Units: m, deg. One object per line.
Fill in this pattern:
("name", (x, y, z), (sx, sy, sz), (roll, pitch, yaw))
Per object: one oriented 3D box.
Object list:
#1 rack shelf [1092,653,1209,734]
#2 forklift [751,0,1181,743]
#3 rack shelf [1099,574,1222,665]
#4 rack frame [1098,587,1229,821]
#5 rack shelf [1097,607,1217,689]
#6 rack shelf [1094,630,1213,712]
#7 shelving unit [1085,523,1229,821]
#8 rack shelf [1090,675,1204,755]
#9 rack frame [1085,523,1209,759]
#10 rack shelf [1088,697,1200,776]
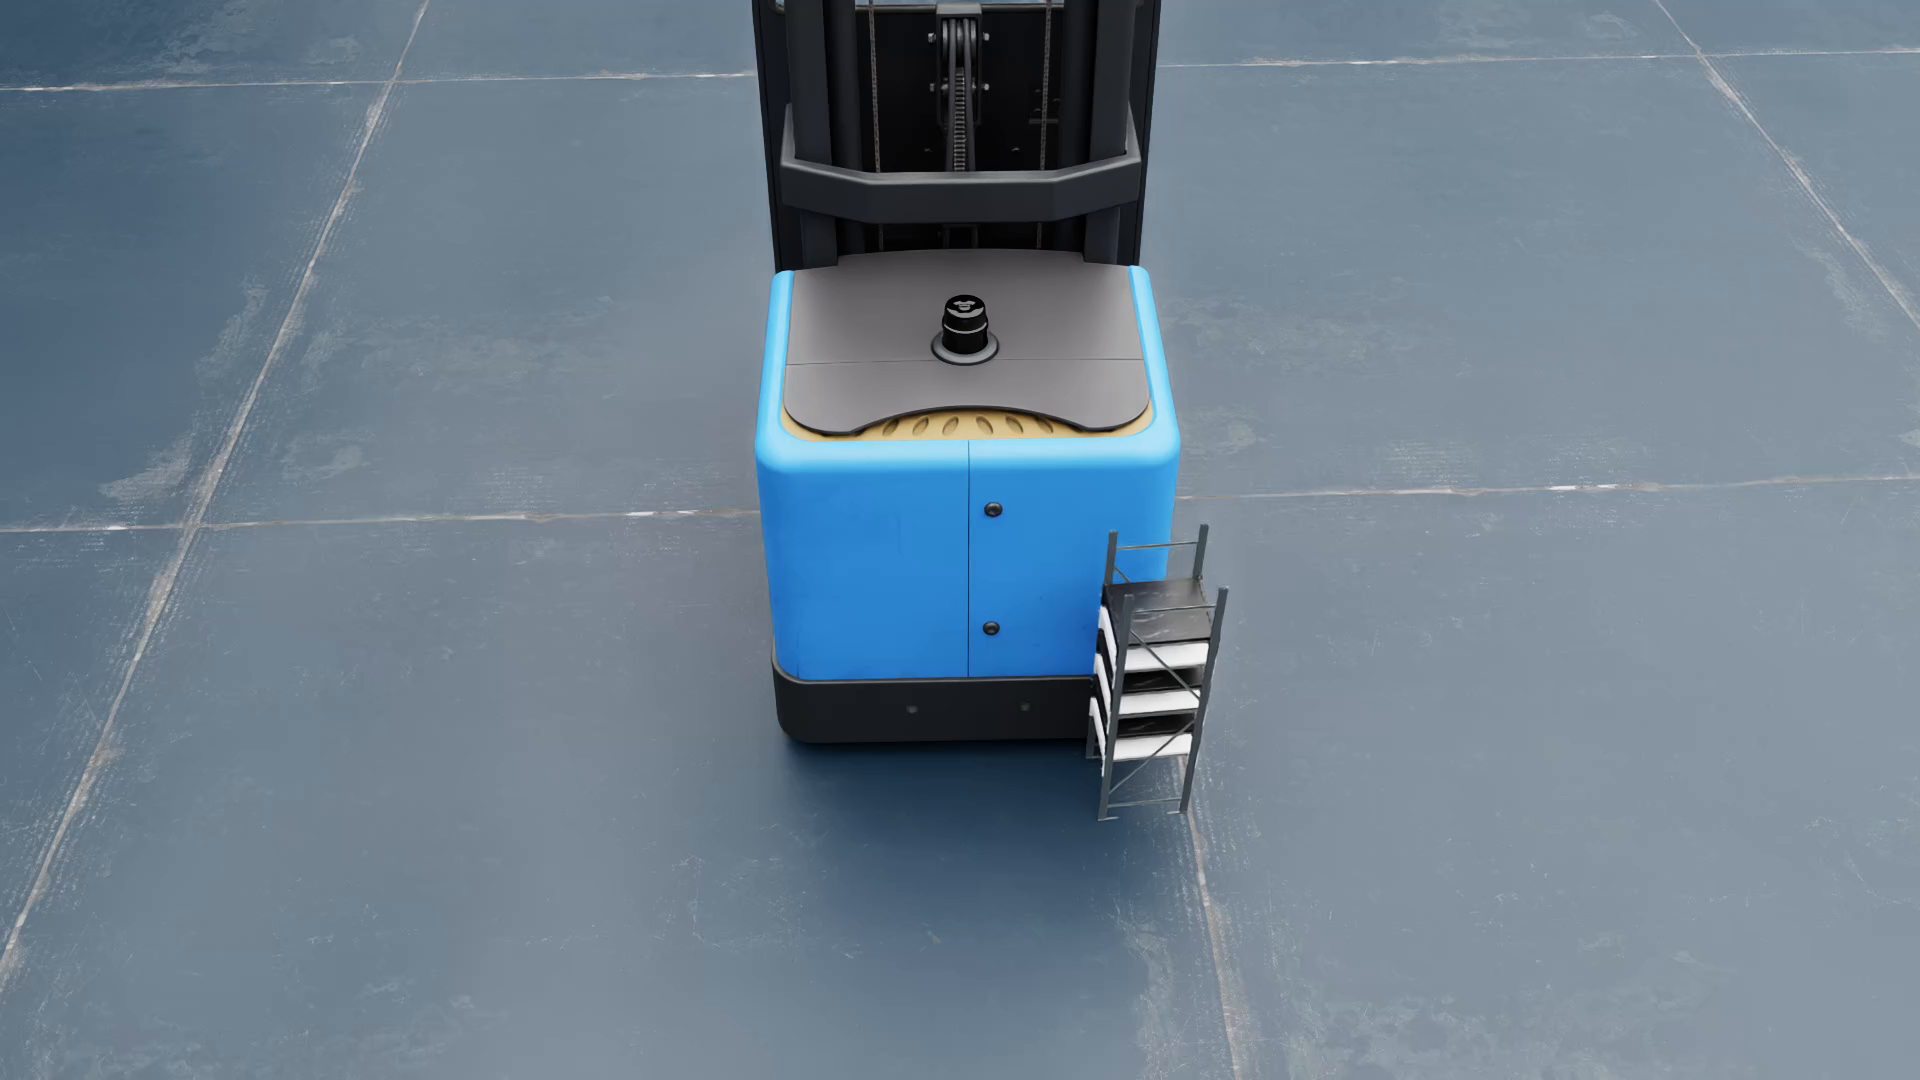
("rack shelf", (0.479, 0.378, 4.212), (0.258, 0.077, 0.200), (-4, 47, -5))
("forklift", (-0.015, -1.502, 4.720), (1.130, 2.935, 3.031), (-1, 43, -1))
("rack shelf", (0.481, 0.191, 4.016), (0.258, 0.077, 0.200), (-4, 47, -5))
("rack frame", (0.491, 0.428, 4.118), (0.240, 0.900, 0.006), (-4, 47, -5))
("rack shelf", (0.481, 0.254, 4.081), (0.258, 0.077, 0.200), (-4, 47, -5))
("rack shelf", (0.480, 0.316, 4.147), (0.258, 0.077, 0.200), (-4, 47, -5))
("shelving unit", (0.479, 0.355, 4.188), (0.258, 0.900, 0.210), (-4, 47, -5))
("rack shelf", (0.478, 0.440, 4.277), (0.258, 0.077, 0.200), (-4, 47, -5))
("rack frame", (0.468, 0.281, 4.257), (0.240, 0.900, 0.006), (-4, 47, -5))
("rack shelf", (0.478, 0.502, 4.342), (0.258, 0.077, 0.200), (-4, 47, -5))
